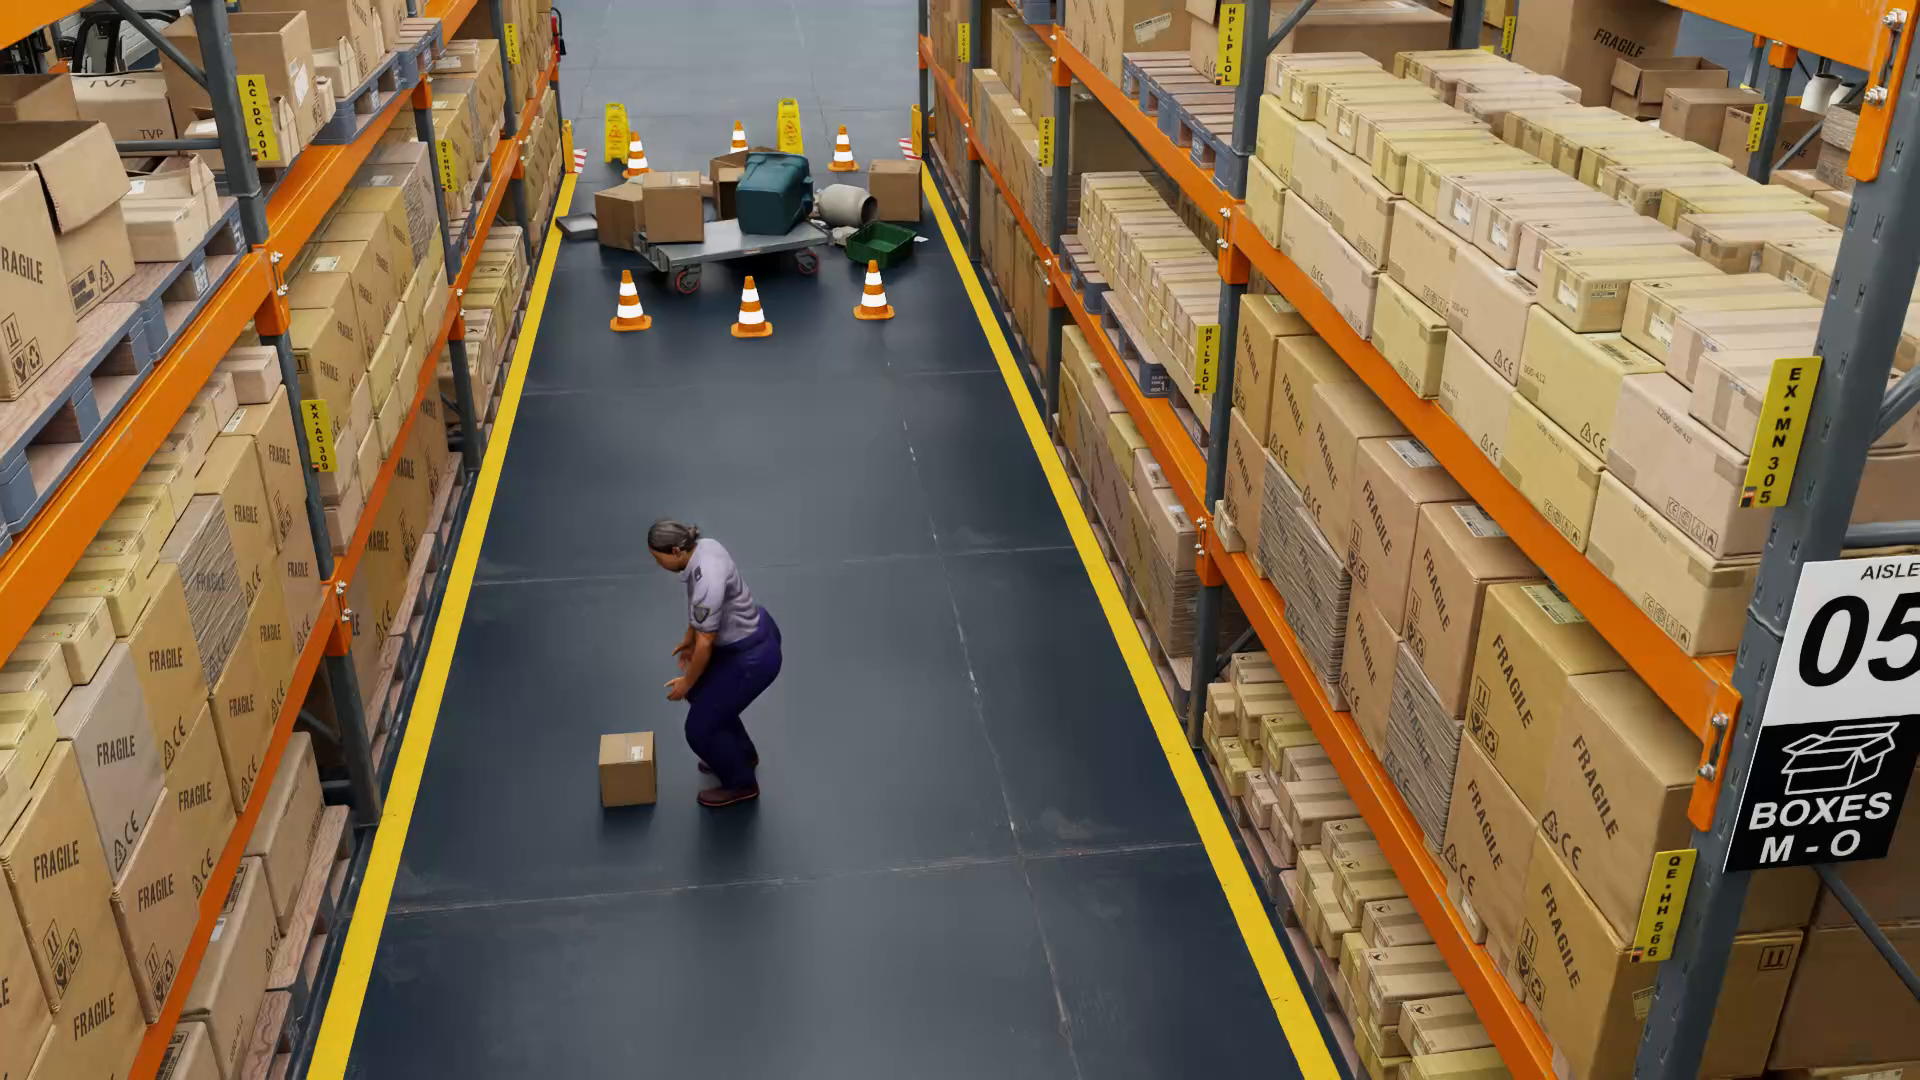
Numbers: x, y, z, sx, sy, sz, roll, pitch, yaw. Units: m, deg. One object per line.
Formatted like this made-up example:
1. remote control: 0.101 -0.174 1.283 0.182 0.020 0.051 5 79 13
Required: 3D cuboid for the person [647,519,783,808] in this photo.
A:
1. person: -1.116 0.554 7.773 0.572 1.469 0.528 -3 28 -7
